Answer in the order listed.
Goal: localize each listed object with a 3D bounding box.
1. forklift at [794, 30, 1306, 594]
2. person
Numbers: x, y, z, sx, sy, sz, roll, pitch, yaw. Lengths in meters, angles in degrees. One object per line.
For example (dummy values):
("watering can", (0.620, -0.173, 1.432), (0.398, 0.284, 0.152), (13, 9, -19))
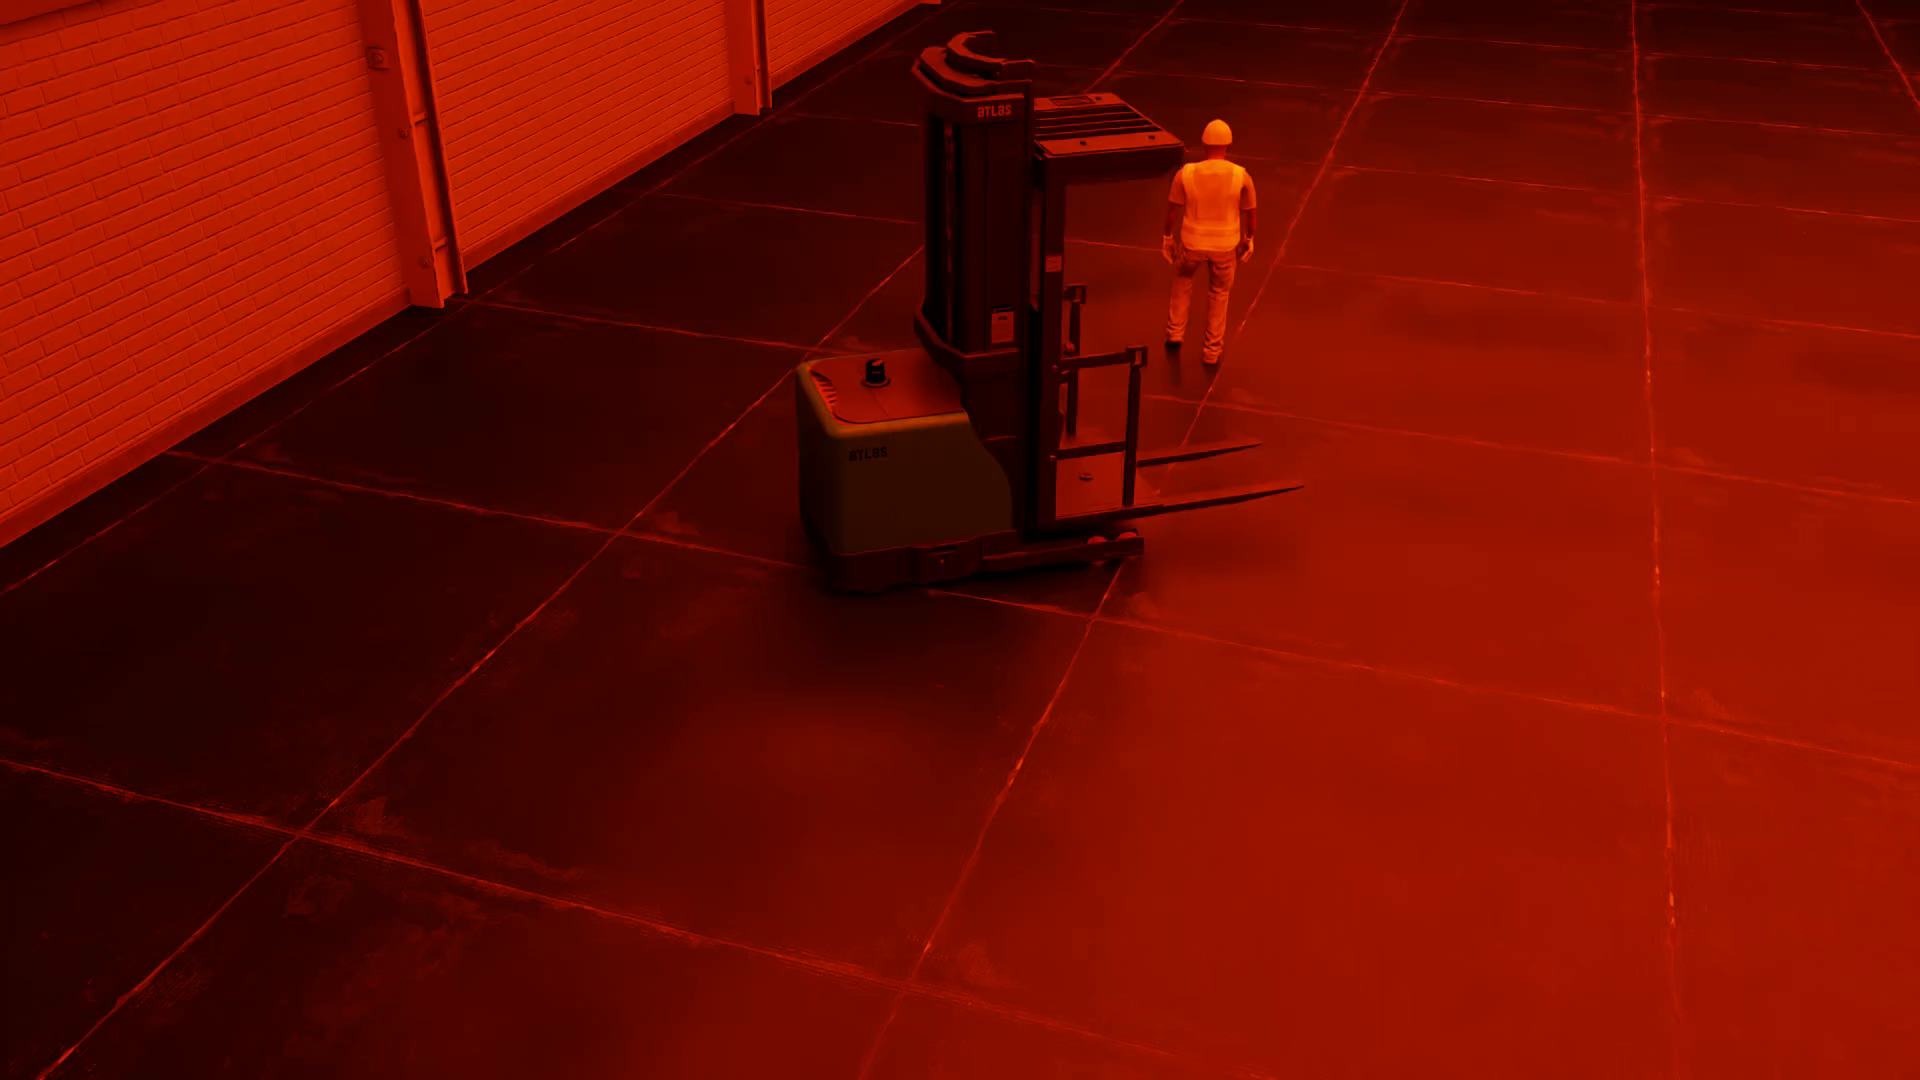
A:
("forklift", (0.590, -1.368, 9.536), (3.031, 2.935, 1.130), (-8, 31, -14))
("person", (1.828, -2.183, 12.209), (0.654, 1.824, 0.527), (5, 30, 9))
